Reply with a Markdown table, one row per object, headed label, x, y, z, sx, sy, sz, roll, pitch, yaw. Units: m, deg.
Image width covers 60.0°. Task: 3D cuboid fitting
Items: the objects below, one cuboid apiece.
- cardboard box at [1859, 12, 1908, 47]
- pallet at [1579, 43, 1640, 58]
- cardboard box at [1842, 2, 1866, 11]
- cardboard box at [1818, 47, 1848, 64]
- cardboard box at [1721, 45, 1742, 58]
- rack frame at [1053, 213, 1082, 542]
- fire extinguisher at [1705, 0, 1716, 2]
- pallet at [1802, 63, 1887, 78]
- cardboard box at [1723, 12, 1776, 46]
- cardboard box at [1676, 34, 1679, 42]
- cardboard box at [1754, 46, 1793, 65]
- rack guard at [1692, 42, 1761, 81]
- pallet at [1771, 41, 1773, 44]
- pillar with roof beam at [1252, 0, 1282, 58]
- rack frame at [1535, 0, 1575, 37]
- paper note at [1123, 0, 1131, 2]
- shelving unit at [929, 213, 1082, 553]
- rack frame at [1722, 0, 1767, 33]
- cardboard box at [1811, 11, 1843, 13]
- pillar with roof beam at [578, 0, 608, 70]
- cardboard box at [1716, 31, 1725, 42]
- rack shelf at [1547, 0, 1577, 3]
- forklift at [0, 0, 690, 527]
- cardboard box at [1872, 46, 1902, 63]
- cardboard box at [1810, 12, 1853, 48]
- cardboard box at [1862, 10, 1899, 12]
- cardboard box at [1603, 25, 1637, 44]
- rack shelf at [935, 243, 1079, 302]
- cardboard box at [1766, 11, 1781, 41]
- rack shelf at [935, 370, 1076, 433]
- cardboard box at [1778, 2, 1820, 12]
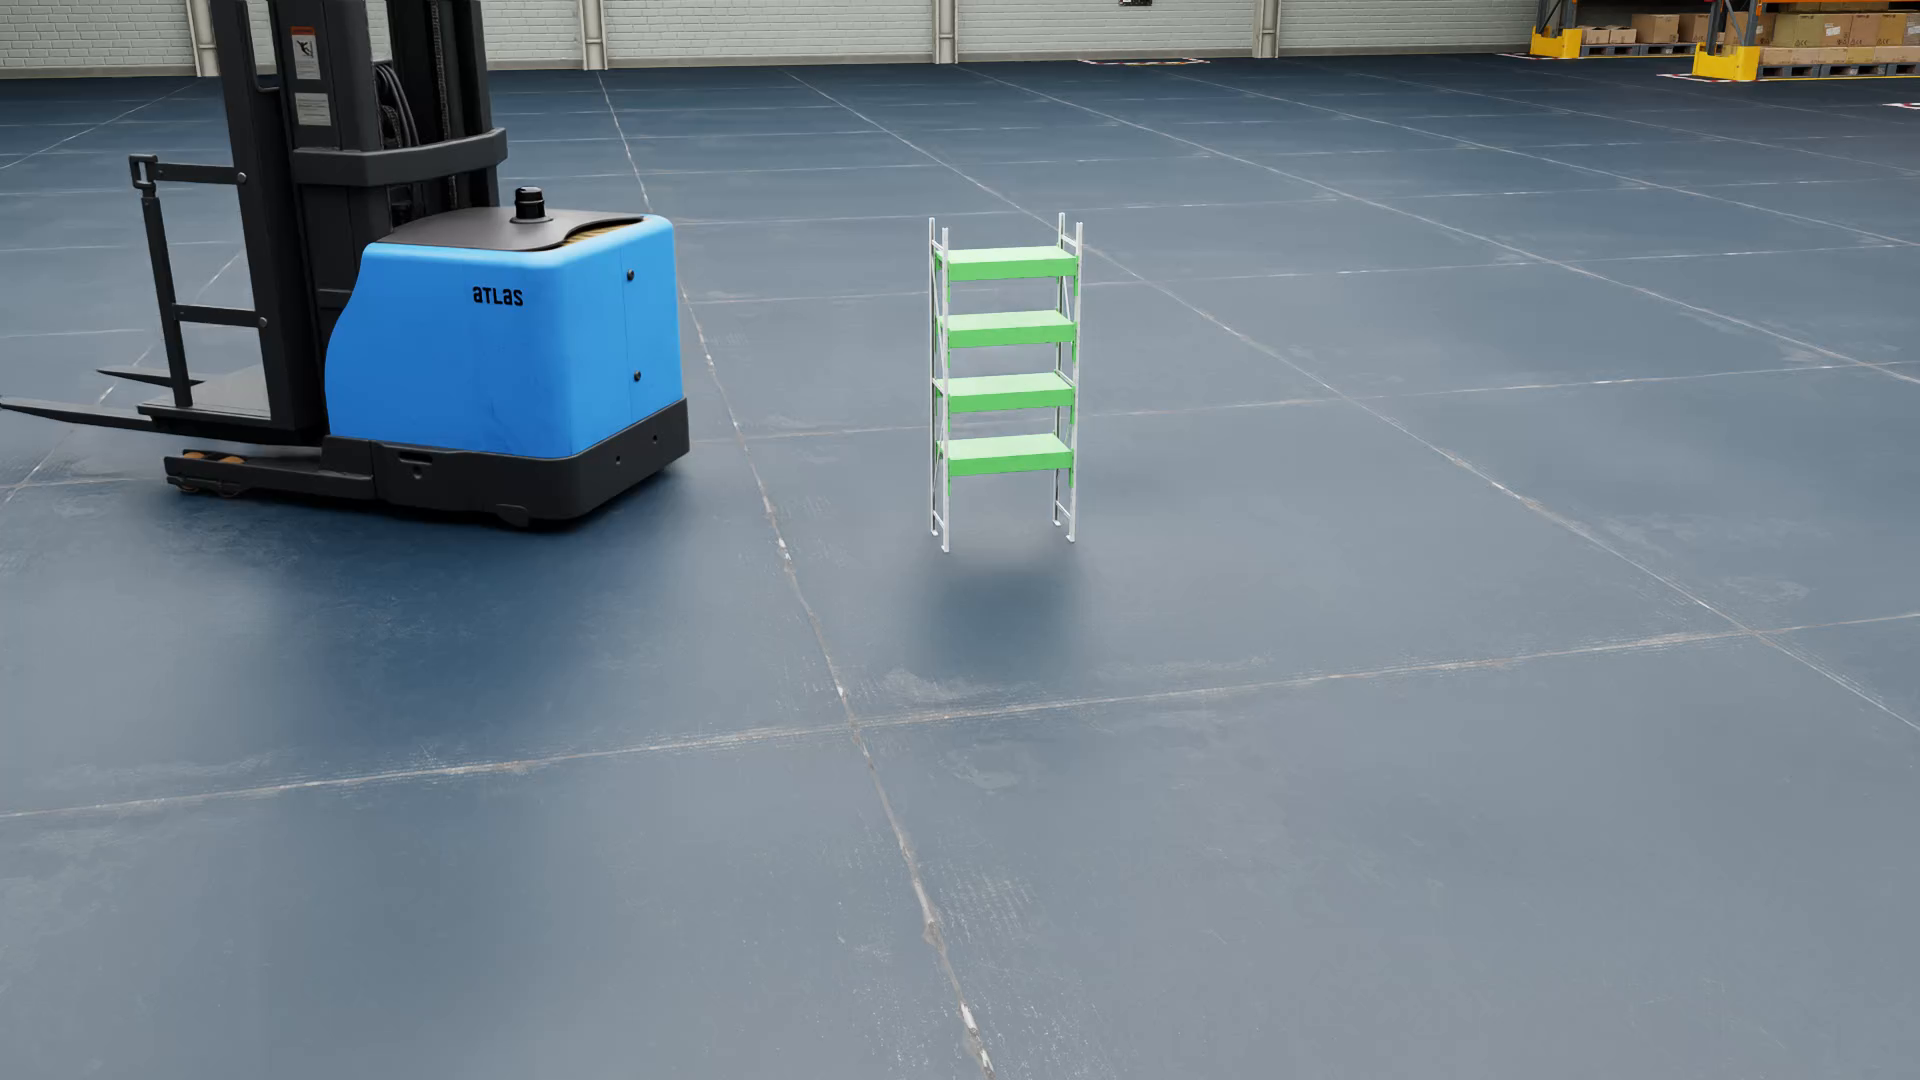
| label | x | y | z | sx | sy | sz | roll | pitch | yaw |
| --- | --- | --- | --- | --- | --- | --- | --- | --- | --- |
| cardboard box | 14.594 | -8.106 | 26.378 | 0.500 | 0.500 | 0.500 | -5 | 21 | -12 |
| pallet | 11.806 | -9.124 | 30.916 | 1.213 | 0.211 | 1.003 | -5 | 21 | -12 |
| cardboard box | 16.962 | -10.252 | 31.846 | 0.500 | 0.250 | 0.500 | -5 | 21 | -13 |
| cardboard box | 13.623 | -7.672 | 26.284 | 0.500 | 0.250 | 0.500 | -5 | 21 | -12 |
| cardboard box | 12.531 | -7.765 | 26.538 | 0.500 | 0.250 | 0.500 | -5 | 21 | -12 |
| rack frame | 0.399 | -0.596 | 6.197 | 0.015 | 1.200 | 0.240 | -5 | 21 | -12 |
| fire extinguisher | 11.855 | -8.827 | 26.163 | 0.183 | 0.674 | 0.296 | -5 | 21 | -12 |
| pallet | 13.997 | -7.578 | 26.695 | 1.213 | 0.211 | 1.003 | -5 | 21 | -12 |
| cardboard box | 12.531 | -8.118 | 26.411 | 0.500 | 0.500 | 0.500 | -5 | 21 | -12 |
| cardboard box | 13.265 | -9.440 | 31.229 | 0.250 | 0.149 | 0.380 | -6 | 21 | -17 |
| cardboard box | 12.650 | -7.591 | 26.065 | 0.500 | 0.250 | 0.500 | -5 | 21 | -12 |
| rack guard | 12.054 | -7.542 | 26.176 | 0.348 | 0.500 | 1.175 | -5 | 21 | -12 |
| pallet | 15.584 | -9.445 | 31.791 | 1.213 | 0.211 | 1.003 | -5 | 21 | -12 |
| pillar with roof beam | 6.568 | -11.621 | 24.957 | 0.400 | 9.000 | 9.100 | -5 | 21 | -12 |
| rack frame | 10.934 | -10.375 | 30.277 | 0.127 | 3.000 | 1.000 | -5 | 21 | -12 |
| paper note | 2.975 | -9.658 | 29.600 | 0.142 | 0.148 | 0.016 | -5 | 21 | -12 |
| shelving unit | 0.161 | -0.576 | 6.144 | 0.503 | 1.200 | 0.258 | -5 | 21 | -12 |
| rack frame | 14.826 | -10.692 | 31.141 | 0.127 | 3.000 | 1.000 | -5 | 21 | -12 |
| cardboard box | 13.987 | -8.241 | 26.747 | 0.500 | 0.500 | 0.500 | -5 | 21 | -12 |
| pillar with roof beam | -5.110 | -10.671 | 22.364 | 0.400 | 9.000 | 9.100 | -5 | 21 | -12 |
| cardboard box | 14.313 | -9.516 | 31.410 | 0.250 | 0.166 | 0.380 | -7 | 21 | -20 |
| rack shelf | 12.880 | -10.196 | 30.833 | 4.000 | 0.370 | 1.077 | -5 | 21 | -12 |
| forklift | -2.737 | -1.712 | 6.727 | 3.031 | 2.935 | 1.130 | 7 | 21 | 18 |
| cardboard box | 14.597 | -7.749 | 26.496 | 0.500 | 0.250 | 0.500 | -5 | 21 | -12 |
| cardboard box | 13.620 | -8.028 | 26.165 | 0.500 | 0.500 | 0.500 | -5 | 21 | -12 |
| cardboard box | 14.962 | -8.318 | 26.958 | 0.500 | 0.500 | 0.500 | -5 | 21 | -12 |
| cardboard box | 12.183 | -9.389 | 30.854 | 0.500 | 0.311 | 0.500 | -3 | 20 | -8 |
| rack shelf | 0.161 | -0.967 | 6.001 | 0.480 | 0.148 | 0.258 | -5 | 21 | -12 |
| cardboard box | 15.539 | -9.789 | 31.670 | 0.500 | 0.500 | 0.700 | -4 | 20 | -11 |
| rack shelf | 0.161 | -0.516 | 6.166 | 0.480 | 0.148 | 0.258 | -5 | 21 | -12 |
| cardboard box | 15.967 | -10.177 | 31.639 | 0.500 | 0.250 | 0.500 | -5 | 21 | -14 |
